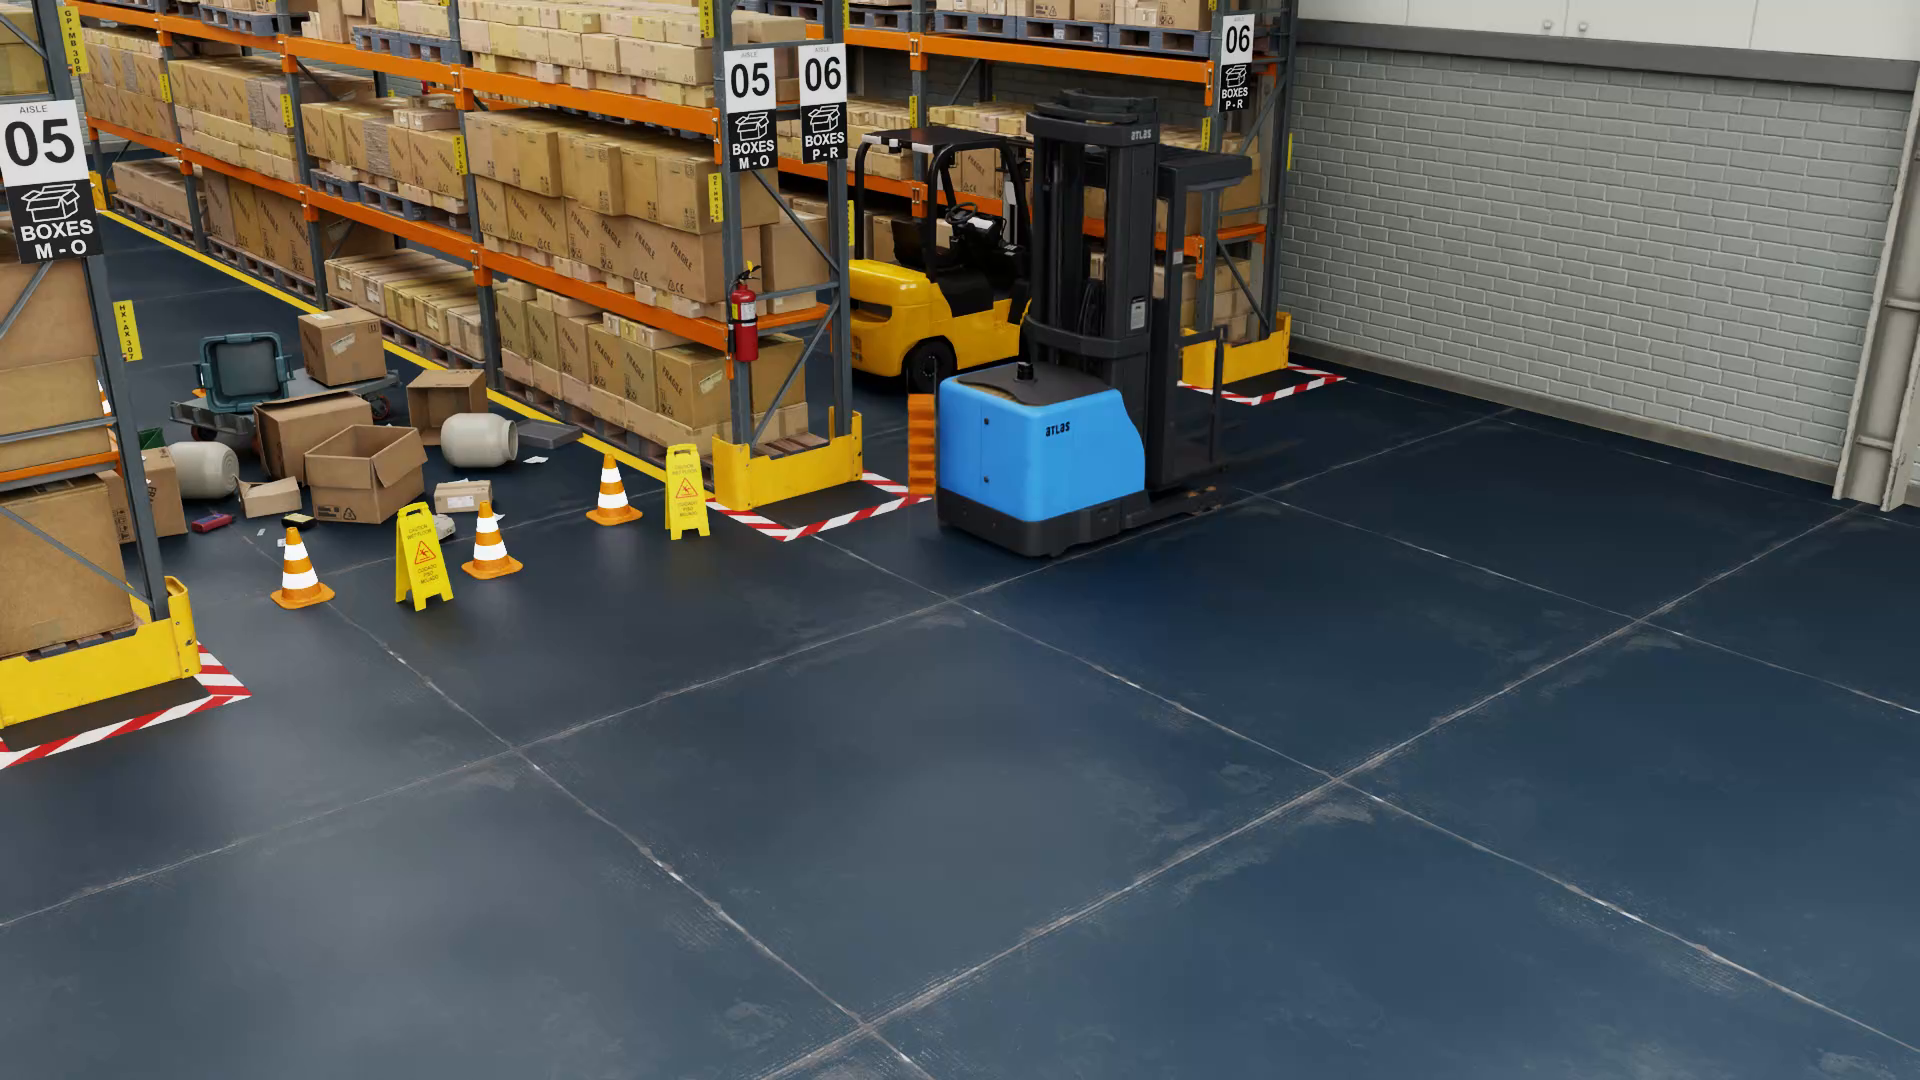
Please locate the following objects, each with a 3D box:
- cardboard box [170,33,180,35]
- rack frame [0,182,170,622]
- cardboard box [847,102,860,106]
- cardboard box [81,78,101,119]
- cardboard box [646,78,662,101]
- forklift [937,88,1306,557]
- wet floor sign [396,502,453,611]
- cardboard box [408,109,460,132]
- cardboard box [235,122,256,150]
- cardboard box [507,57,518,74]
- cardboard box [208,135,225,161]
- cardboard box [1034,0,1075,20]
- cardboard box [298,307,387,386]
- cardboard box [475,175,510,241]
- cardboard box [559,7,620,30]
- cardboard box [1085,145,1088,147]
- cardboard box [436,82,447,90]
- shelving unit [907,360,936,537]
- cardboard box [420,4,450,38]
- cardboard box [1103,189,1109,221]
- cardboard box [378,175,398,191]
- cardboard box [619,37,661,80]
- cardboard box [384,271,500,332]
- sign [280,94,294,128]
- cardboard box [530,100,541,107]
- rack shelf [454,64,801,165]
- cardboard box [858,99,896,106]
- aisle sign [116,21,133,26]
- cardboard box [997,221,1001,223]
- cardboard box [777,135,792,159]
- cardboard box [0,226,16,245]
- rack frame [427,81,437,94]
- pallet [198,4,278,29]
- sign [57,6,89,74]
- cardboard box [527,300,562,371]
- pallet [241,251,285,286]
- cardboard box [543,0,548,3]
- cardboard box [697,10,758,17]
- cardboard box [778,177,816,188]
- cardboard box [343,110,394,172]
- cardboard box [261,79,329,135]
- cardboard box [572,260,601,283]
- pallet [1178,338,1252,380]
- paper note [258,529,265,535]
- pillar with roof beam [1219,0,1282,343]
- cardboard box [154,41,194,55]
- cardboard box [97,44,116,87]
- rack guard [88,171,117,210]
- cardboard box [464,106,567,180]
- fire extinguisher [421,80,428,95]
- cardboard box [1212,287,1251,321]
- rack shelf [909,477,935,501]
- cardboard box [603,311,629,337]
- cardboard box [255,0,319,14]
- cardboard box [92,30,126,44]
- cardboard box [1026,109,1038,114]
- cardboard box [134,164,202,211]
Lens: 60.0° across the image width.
[{"bbox_3d":[-10.043,-6.463,21.475,0.380,0.149,0.250,-17,27,-37],"label":"cardboard box"},{"bbox_3d":[-4.905,-0.553,8.783,1.000,3.000,0.127,-17,27,-37],"label":"rack frame"},{"bbox_3d":[-1.321,-4.783,18.556,0.380,0.149,0.250,-17,27,-37],"label":"cardboard box"},{"bbox_3d":[-11.569,-6.025,22.617,0.500,0.500,0.500,-18,27,-38],"label":"cardboard box"},{"bbox_3d":[-2.000,-3.213,11.807,0.380,0.149,0.250,-16,27,-36],"label":"cardboard box"},{"bbox_3d":[1.299,-1.672,11.733,3.031,2.935,1.130,-17,27,-36],"label":"forklift"},{"bbox_3d":[-3.386,0.080,10.395,0.232,0.644,0.267,17,27,36],"label":"wet floor sign"},{"bbox_3d":[-4.764,-3.808,15.083,0.380,0.149,0.250,-18,28,-39],"label":"cardboard box"},{"bbox_3d":[-7.638,-4.483,18.337,0.500,0.250,0.500,-18,28,-39],"label":"cardboard box"},{"bbox_3d":[-3.440,-3.872,13.487,0.380,0.149,0.250,-17,27,-37],"label":"cardboard box"},{"bbox_3d":[-8.305,-4.532,19.148,0.500,0.250,0.500,-18,28,-38],"label":"cardboard box"},{"bbox_3d":[1.118,-5.171,15.605,0.797,0.503,0.637,-16,27,-36],"label":"cardboard box"},{"bbox_3d":[-5.160,-1.621,13.899,0.500,0.500,0.500,-17,27,-37],"label":"cardboard box"},{"bbox_3d":[-3.755,-2.861,14.132,0.500,0.500,0.500,-18,27,-38],"label":"cardboard box"},{"bbox_3d":[-2.796,-3.941,12.570,0.380,0.149,0.250,-17,27,-36],"label":"cardboard box"},{"bbox_3d":[1.235,-3.806,15.655,0.380,0.149,0.250,-17,27,-36],"label":"cardboard box"},{"bbox_3d":[-7.900,-7.089,25.815,0.380,0.149,0.250,-18,27,-38],"label":"cardboard box"},{"bbox_3d":[-0.260,-0.626,11.435,0.189,1.200,0.258,0,21,0],"label":"shelving unit"},{"bbox_3d":[-4.323,-4.514,14.412,0.500,0.250,0.500,-18,28,-38],"label":"cardboard box"},{"bbox_3d":[1.686,-3.207,15.423,0.500,0.500,0.500,-16,27,-36],"label":"cardboard box"},{"bbox_3d":[-5.353,-3.456,15.963,0.380,0.149,0.250,-16,27,-36],"label":"cardboard box"},{"bbox_3d":[-2.076,-3.444,11.850,0.500,0.250,0.500,-18,28,-38],"label":"cardboard box"},{"bbox_3d":[-5.103,-2.370,16.450,0.950,0.372,0.625,-16,27,-36],"label":"cardboard box"},{"bbox_3d":[-6.861,-4.376,16.955,0.100,0.325,0.005,-17,27,-37],"label":"sign"},{"bbox_3d":[-5.881,-6.235,23.634,0.380,0.149,0.250,-17,27,-36],"label":"cardboard box"},{"bbox_3d":[-2.526,-3.373,12.857,1.077,0.370,4.000,-17,27,-37],"label":"rack shelf"},{"bbox_3d":[-0.933,-4.909,18.877,0.380,0.149,0.250,-18,27,-38],"label":"cardboard box"},{"bbox_3d":[-11.477,-7.484,22.914,0.394,0.787,0.004,-17,27,-37],"label":"aisle sign"},{"bbox_3d":[0.736,-3.201,17.368,0.500,0.250,0.500,-18,28,-38],"label":"cardboard box"},{"bbox_3d":[-1.914,-4.621,19.374,0.500,0.250,0.500,-19,28,-39],"label":"cardboard box"},{"bbox_3d":[-5.546,-1.367,9.175,0.875,0.550,0.550,-17,27,-37],"label":"cardboard box"},{"bbox_3d":[-7.907,-7.362,26.168,1.000,3.000,0.127,-17,27,-37],"label":"rack frame"},{"bbox_3d":[-7.635,-5.752,18.202,1.003,0.211,1.213,-16,26,-35],"label":"pallet"},{"bbox_3d":[-4.480,-2.524,8.395,0.100,0.325,0.005,-17,27,-37],"label":"sign"},{"bbox_3d":[-3.293,-1.756,14.021,0.500,0.500,0.500,-16,27,-35],"label":"cardboard box"},{"bbox_3d":[-7.692,-3.244,19.476,1.003,0.211,1.213,-17,27,-37],"label":"pallet"},{"bbox_3d":[-3.231,-4.426,13.810,0.380,0.149,0.250,-18,28,-39],"label":"cardboard box"},{"bbox_3d":[-1.698,-3.794,12.195,0.380,0.149,0.250,-18,27,-38],"label":"cardboard box"},{"bbox_3d":[-2.288,-4.066,20.433,0.875,0.625,0.625,-16,27,-36],"label":"cardboard box"},{"bbox_3d":[-5.627,-3.883,16.165,0.500,0.500,0.500,-17,27,-37],"label":"cardboard box"},{"bbox_3d":[-6.978,-4.562,17.511,0.500,0.500,0.500,-18,28,-39],"label":"cardboard box"},{"bbox_3d":[-2.855,-2.165,13.244,0.380,0.149,0.250,-18,27,-38],"label":"cardboard box"},{"bbox_3d":[2.006,-1.845,15.904,1.003,0.211,1.213,-17,27,-37],"label":"pallet"},{"bbox_3d":[-4.879,-0.055,11.611,0.032,0.001,0.123,-4,22,-10],"label":"paper note"},{"bbox_3d":[-0.496,-5.117,12.210,9.100,9.000,0.400,-17,27,-37],"label":"pillar with roof beam"},{"bbox_3d":[-9.586,-5.997,20.284,0.380,0.149,0.250,-17,27,-36],"label":"cardboard box"},{"bbox_3d":[-10.883,-6.210,21.718,0.500,0.500,0.500,-18,27,-38],"label":"cardboard box"},{"bbox_3d":[-11.680,-5.022,23.622,1.175,0.500,0.348,-17,27,-37],"label":"rack guard"},{"bbox_3d":[-3.709,-3.342,13.987,0.700,0.500,0.500,-18,28,-38],"label":"cardboard box"},{"bbox_3d":[-8.353,-7.083,26.073,0.296,0.674,0.183,-17,27,-37],"label":"fire extinguisher"},{"bbox_3d":[2.388,-2.269,15.674,0.500,0.250,0.500,-17,27,-36],"label":"cardboard box"},{"bbox_3d":[-0.260,-0.361,11.539,0.180,0.103,0.258,0,21,0],"label":"rack shelf"},{"bbox_3d":[-2.564,-1.714,13.023,0.380,0.149,0.250,-16,27,-35],"label":"cardboard box"},{"bbox_3d":[-6.803,-5.678,17.037,0.797,0.503,0.637,-20,29,-41],"label":"cardboard box"},{"bbox_3d":[-11.149,-6.607,21.842,0.380,0.149,0.250,-19,28,-39],"label":"cardboard box"},{"bbox_3d":[0.890,-4.314,16.952,0.380,0.149,0.250,-18,28,-38],"label":"cardboard box"},{"bbox_3d":[-10.554,-4.773,22.494,0.875,0.438,0.875,-17,27,-36],"label":"cardboard box"}]
